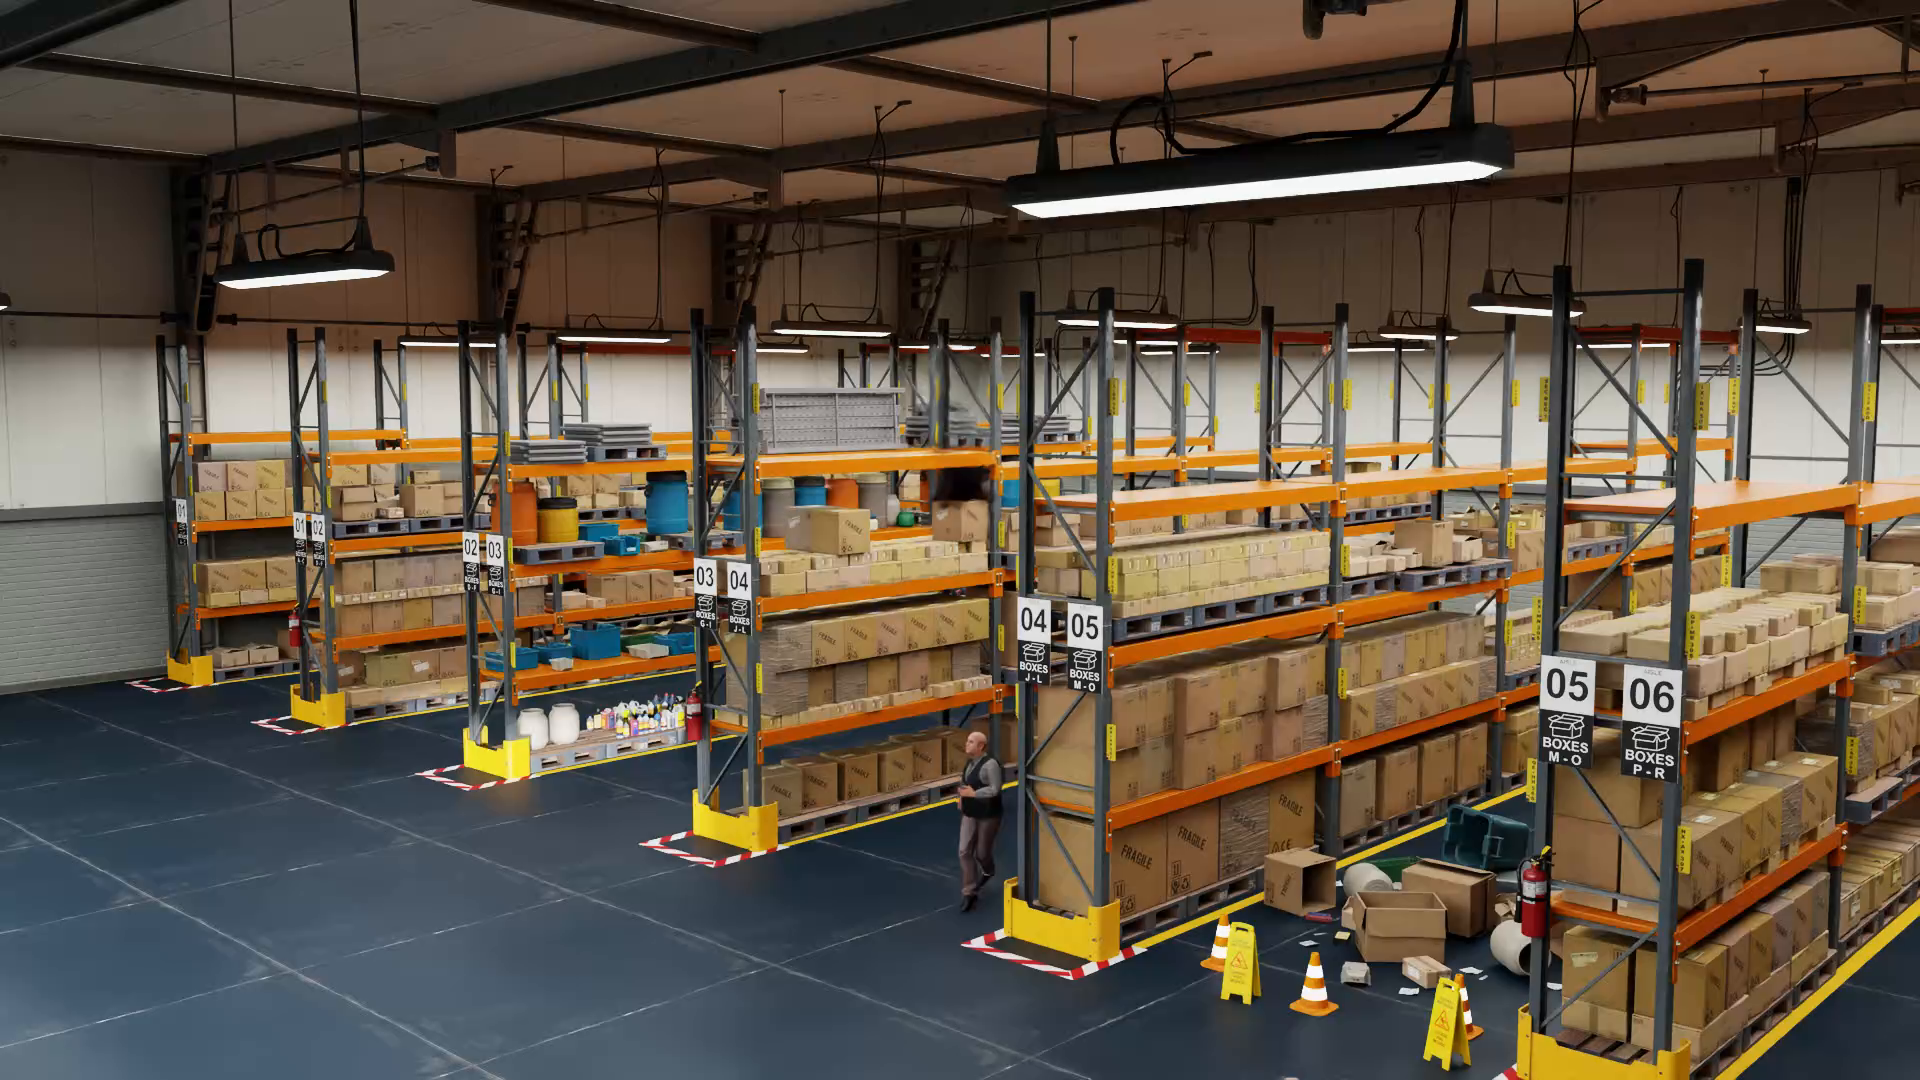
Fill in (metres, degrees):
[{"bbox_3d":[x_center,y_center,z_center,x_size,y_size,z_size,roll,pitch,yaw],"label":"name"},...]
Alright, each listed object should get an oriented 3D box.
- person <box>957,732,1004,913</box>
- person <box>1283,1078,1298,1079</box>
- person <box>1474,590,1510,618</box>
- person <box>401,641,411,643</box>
[{"bbox_3d":[0.162,2.772,16.586,0.717,1.740,0.817,4,7,39],"label":"person"},{"bbox_3d":[1.722,3.524,8.690,0.712,1.727,0.887,1,5,8],"label":"person"},{"bbox_3d":[9.330,1.599,29.184,0.638,1.632,0.534,3,6,27],"label":"person"},{"bbox_3d":[-9.386,1.655,28.314,0.714,1.778,1.108,4,6,34],"label":"person"}]
